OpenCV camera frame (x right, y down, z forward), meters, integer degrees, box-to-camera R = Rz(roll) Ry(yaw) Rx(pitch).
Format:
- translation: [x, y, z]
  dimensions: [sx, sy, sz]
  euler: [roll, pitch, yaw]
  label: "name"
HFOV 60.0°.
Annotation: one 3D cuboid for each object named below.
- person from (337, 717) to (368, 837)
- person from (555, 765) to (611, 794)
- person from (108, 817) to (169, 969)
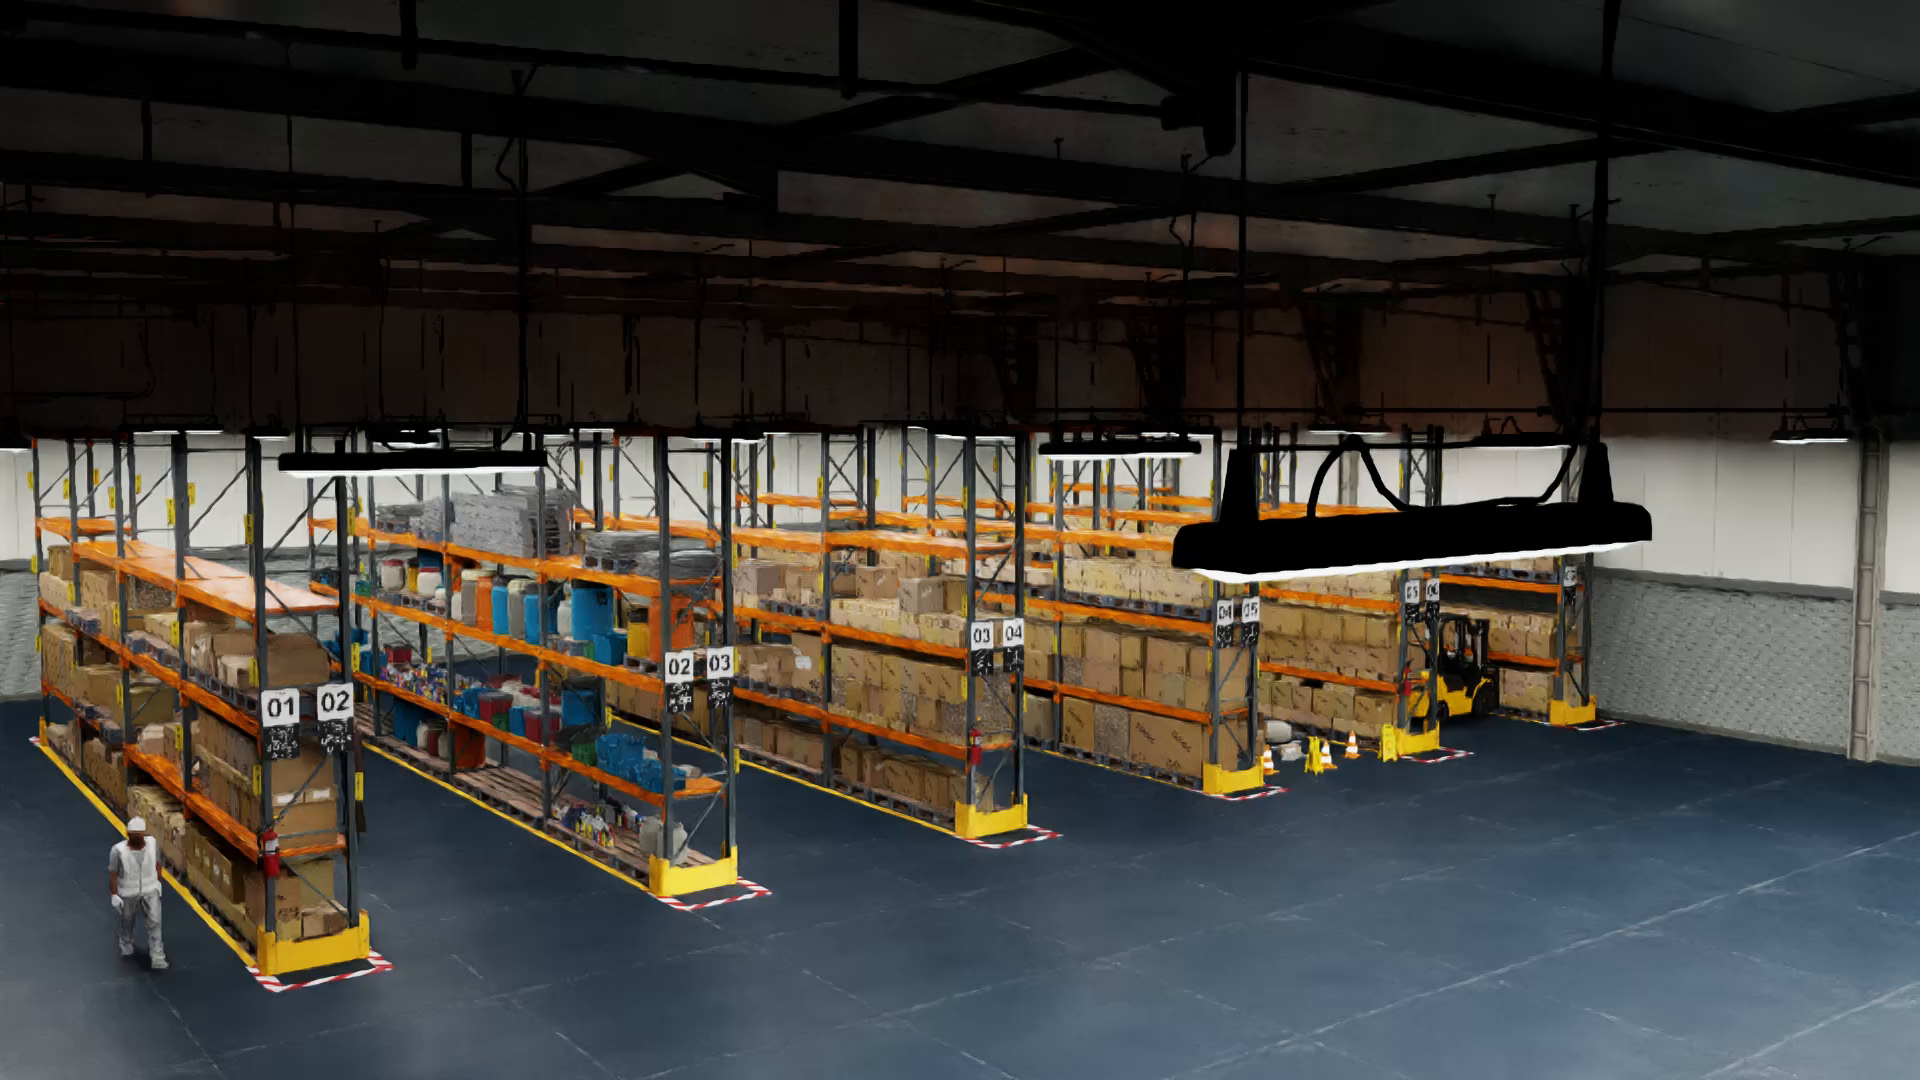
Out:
- translation: [-9.040, 3.497, 24.580]
  dimensions: [0.549, 1.782, 0.636]
  euler: [-1, 5, -8]
  label: "person"
- translation: [-6.268, 3.335, 27.290]
  dimensions: [0.835, 1.704, 0.709]
  euler: [3, 6, 37]
  label: "person"
- translation: [-9.347, 3.981, 18.893]
  dimensions: [0.566, 1.706, 1.122]
  euler: [-3, 5, -34]
  label: "person"
